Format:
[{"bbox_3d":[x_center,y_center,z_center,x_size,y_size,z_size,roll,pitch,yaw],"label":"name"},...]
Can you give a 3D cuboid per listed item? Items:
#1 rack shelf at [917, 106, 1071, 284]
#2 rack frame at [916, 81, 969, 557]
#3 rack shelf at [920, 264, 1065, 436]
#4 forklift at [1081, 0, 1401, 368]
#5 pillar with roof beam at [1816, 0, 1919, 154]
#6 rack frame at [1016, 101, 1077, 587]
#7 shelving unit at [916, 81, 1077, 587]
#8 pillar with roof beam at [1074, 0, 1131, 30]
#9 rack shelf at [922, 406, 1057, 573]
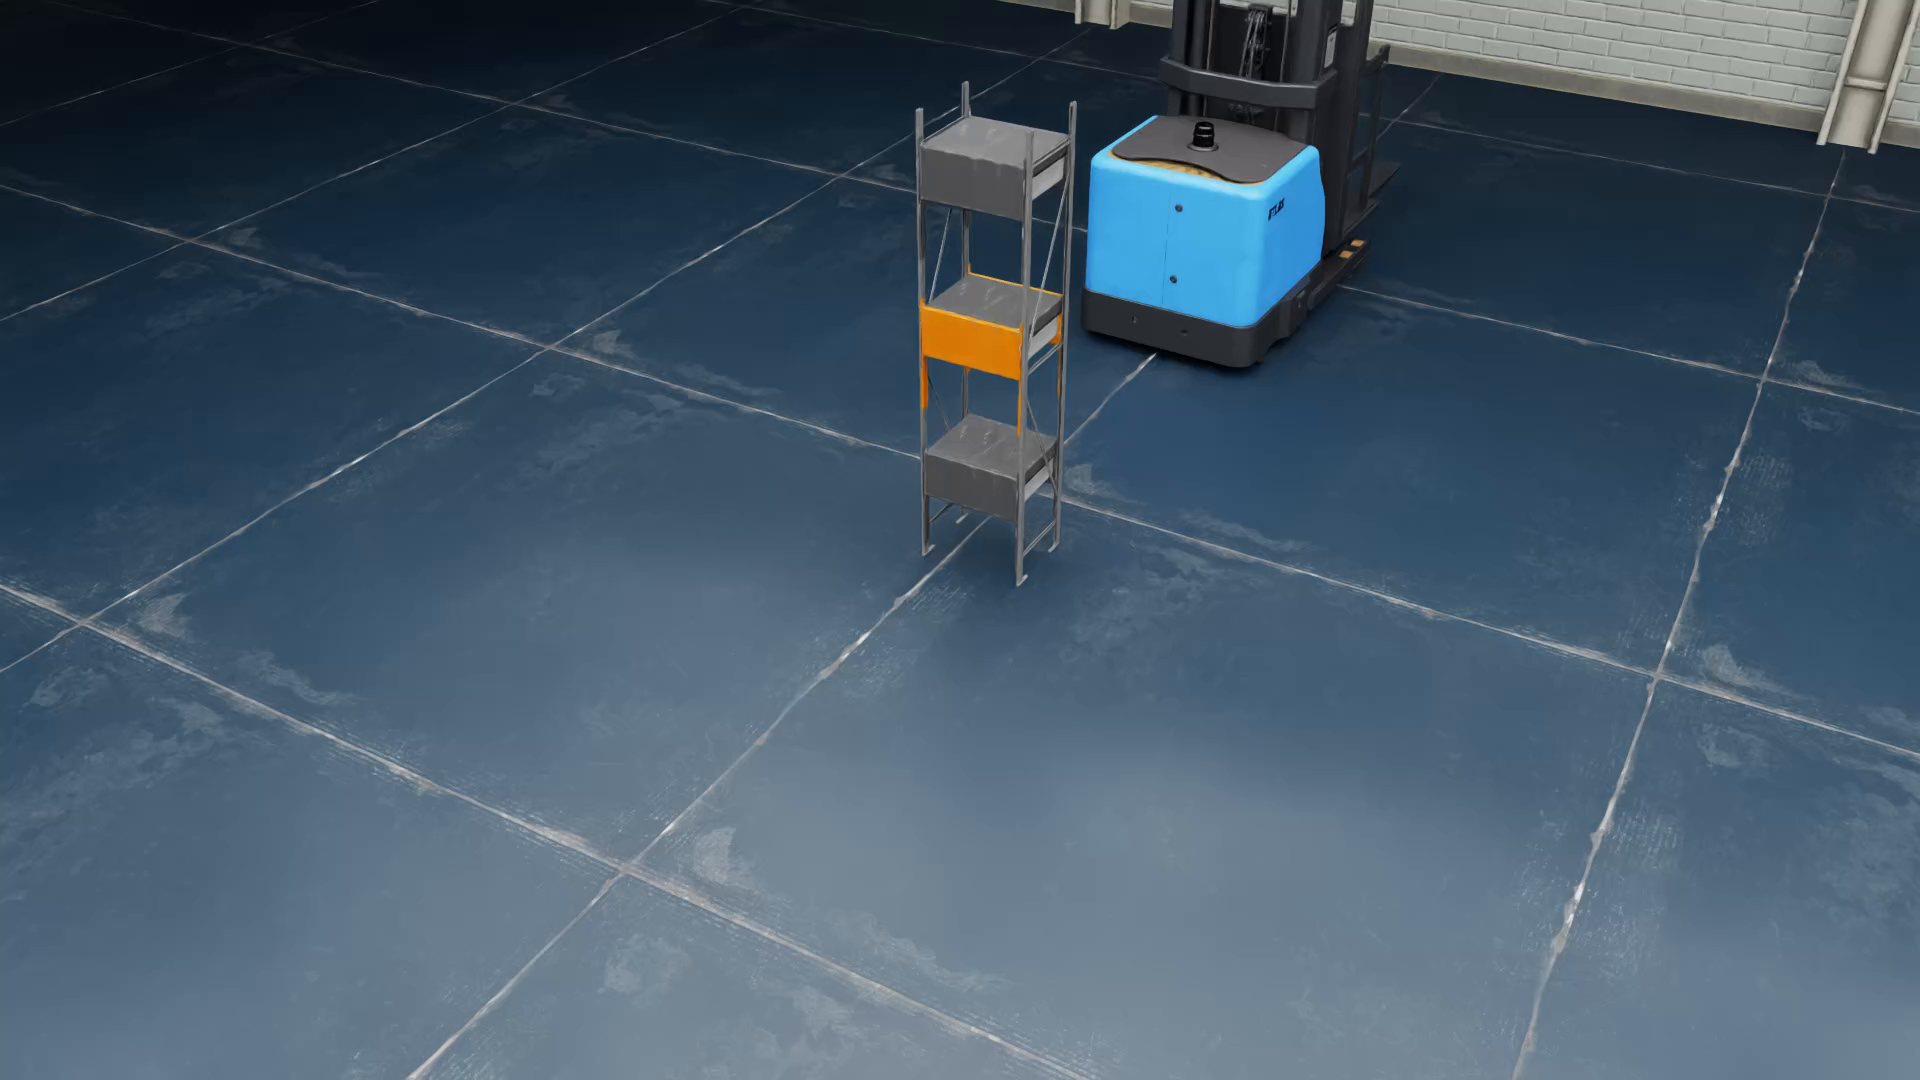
[{"bbox_3d":[0.144,-1.400,6.719,0.480,0.518,0.431,18,37,24],"label":"rack shelf"},{"bbox_3d":[-0.068,-0.896,7.200,0.015,2.100,0.400,18,37,24],"label":"rack frame"},{"bbox_3d":[0.144,-0.817,7.107,0.480,0.518,0.431,18,37,24],"label":"rack shelf"},{"bbox_3d":[1.882,-2.941,9.522,1.130,2.935,3.031,19,38,26],"label":"forklift"},{"bbox_3d":[4.320,-4.563,6.484,0.400,9.000,9.100,18,37,24],"label":"pillar with roof beam"},{"bbox_3d":[0.356,-0.761,6.999,0.015,2.100,0.400,18,37,24],"label":"rack frame"},{"bbox_3d":[0.144,-0.828,7.100,0.503,2.100,0.431,18,37,24],"label":"shelving unit"},{"bbox_3d":[-0.889,-6.214,8.962,0.400,9.000,9.100,18,37,24],"label":"pillar with roof beam"},{"bbox_3d":[0.144,-0.234,7.495,0.480,0.518,0.431,18,37,24],"label":"rack shelf"}]
